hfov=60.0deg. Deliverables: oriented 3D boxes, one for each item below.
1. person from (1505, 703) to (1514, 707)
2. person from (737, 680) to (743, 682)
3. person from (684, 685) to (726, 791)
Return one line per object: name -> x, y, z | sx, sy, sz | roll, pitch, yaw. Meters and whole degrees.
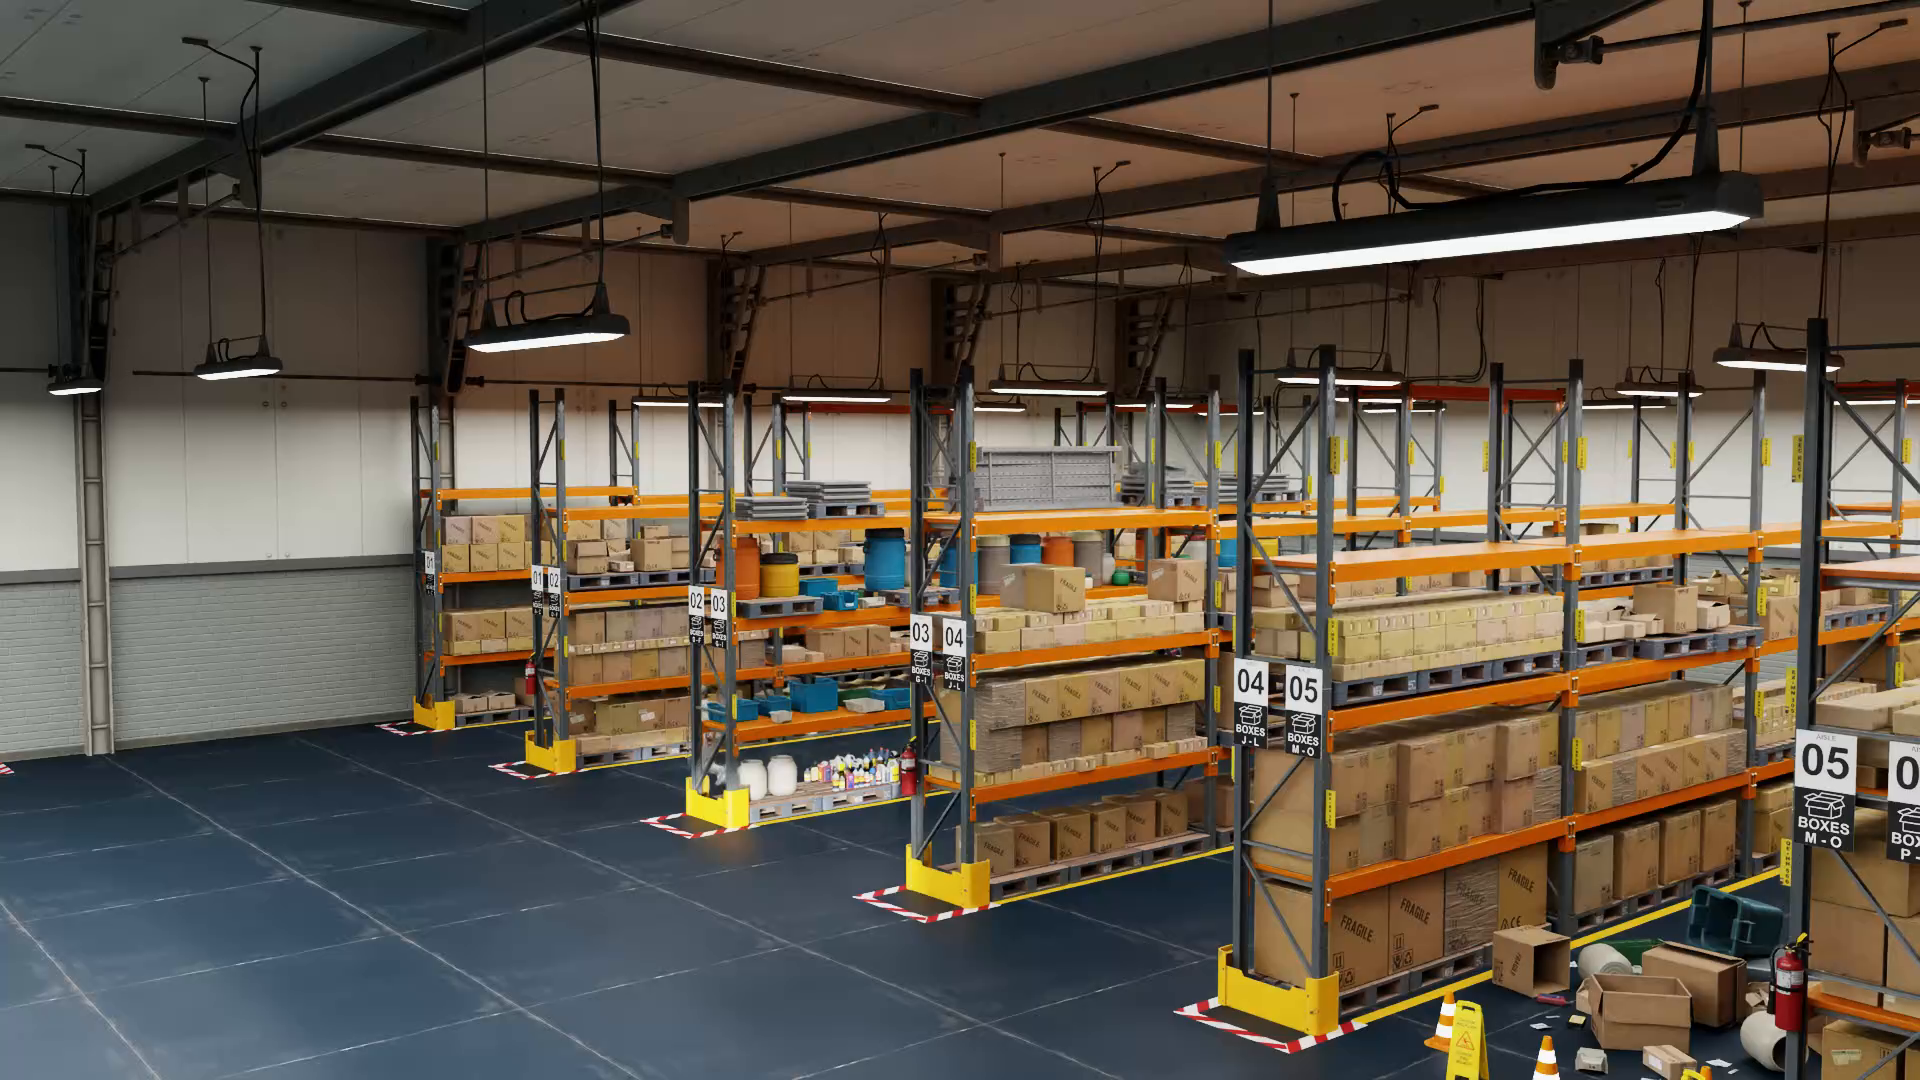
person -> 7.450, 3.034, 22.707 | 0.605, 1.606, 0.526 | 3, 5, 44
person -> -4.173, 2.544, 30.890 | 0.586, 1.592, 0.574 | -3, 5, -42
person -> -3.743, 2.932, 24.452 | 0.557, 1.636, 0.606 | -2, 4, -36
